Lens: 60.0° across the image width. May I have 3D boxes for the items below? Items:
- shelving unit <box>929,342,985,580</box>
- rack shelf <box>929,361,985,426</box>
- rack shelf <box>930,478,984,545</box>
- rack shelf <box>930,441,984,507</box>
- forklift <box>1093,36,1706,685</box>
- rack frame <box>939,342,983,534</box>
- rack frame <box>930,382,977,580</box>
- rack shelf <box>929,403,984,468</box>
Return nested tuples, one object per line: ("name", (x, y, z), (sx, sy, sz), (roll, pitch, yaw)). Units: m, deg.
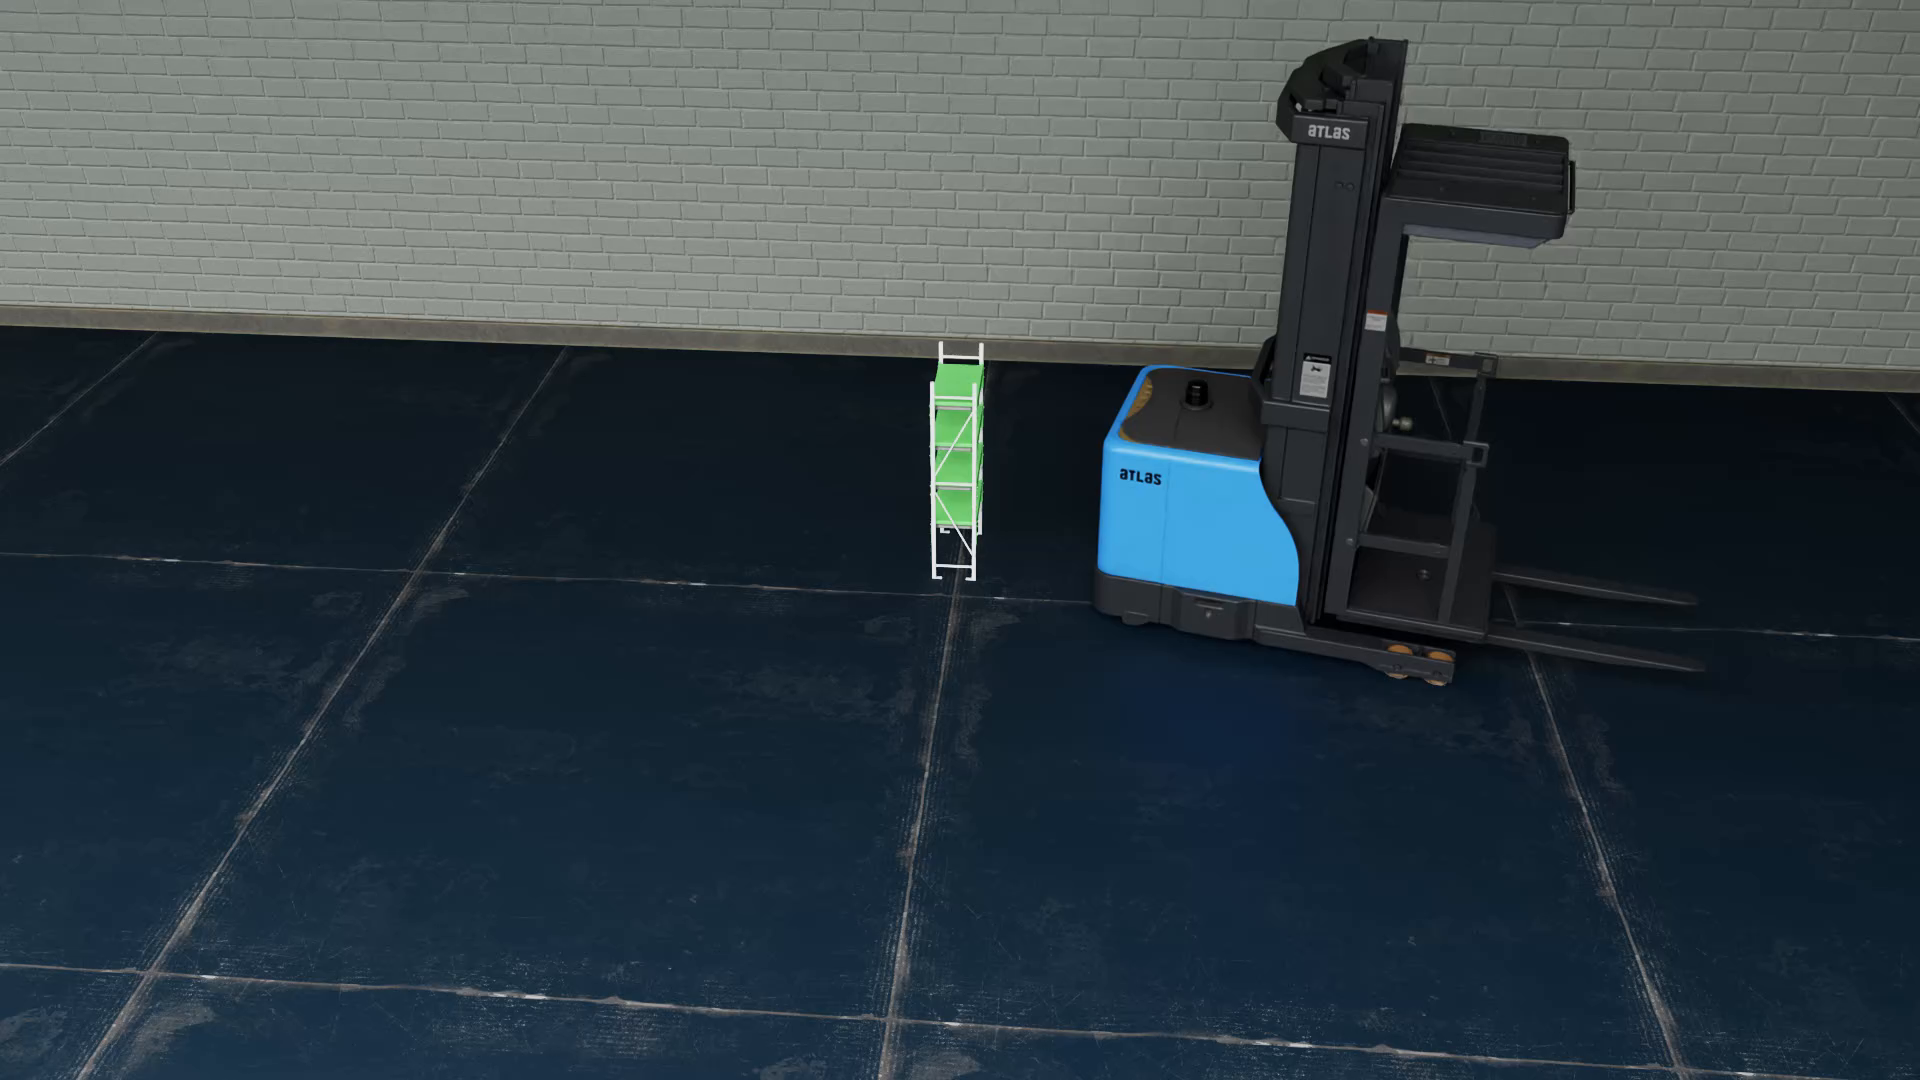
("shelving unit", (-0.013, -0.424, 9.075), (0.258, 1.200, 0.503), (2, 32, 4))
("rack shelf", (-0.013, -0.778, 8.857), (0.258, 0.148, 0.480), (2, 32, 4))
("rack shelf", (-0.013, -0.166, 9.234), (0.258, 0.148, 0.480), (2, 32, 4))
("rack shelf", (-0.013, -0.370, 9.109), (0.258, 0.148, 0.480), (2, 32, 4))
("forklift", (2.280, -0.832, 8.087), (3.031, 2.935, 1.130), (9, 33, 15))
("rack frame", (0.006, -0.552, 9.282), (0.240, 1.200, 0.015), (2, 32, 4))
("rack frame", (-0.033, -0.297, 8.868), (0.240, 1.200, 0.015), (2, 32, 4))
("rack shelf", (-0.013, -0.574, 8.983), (0.258, 0.148, 0.480), (2, 32, 4))
